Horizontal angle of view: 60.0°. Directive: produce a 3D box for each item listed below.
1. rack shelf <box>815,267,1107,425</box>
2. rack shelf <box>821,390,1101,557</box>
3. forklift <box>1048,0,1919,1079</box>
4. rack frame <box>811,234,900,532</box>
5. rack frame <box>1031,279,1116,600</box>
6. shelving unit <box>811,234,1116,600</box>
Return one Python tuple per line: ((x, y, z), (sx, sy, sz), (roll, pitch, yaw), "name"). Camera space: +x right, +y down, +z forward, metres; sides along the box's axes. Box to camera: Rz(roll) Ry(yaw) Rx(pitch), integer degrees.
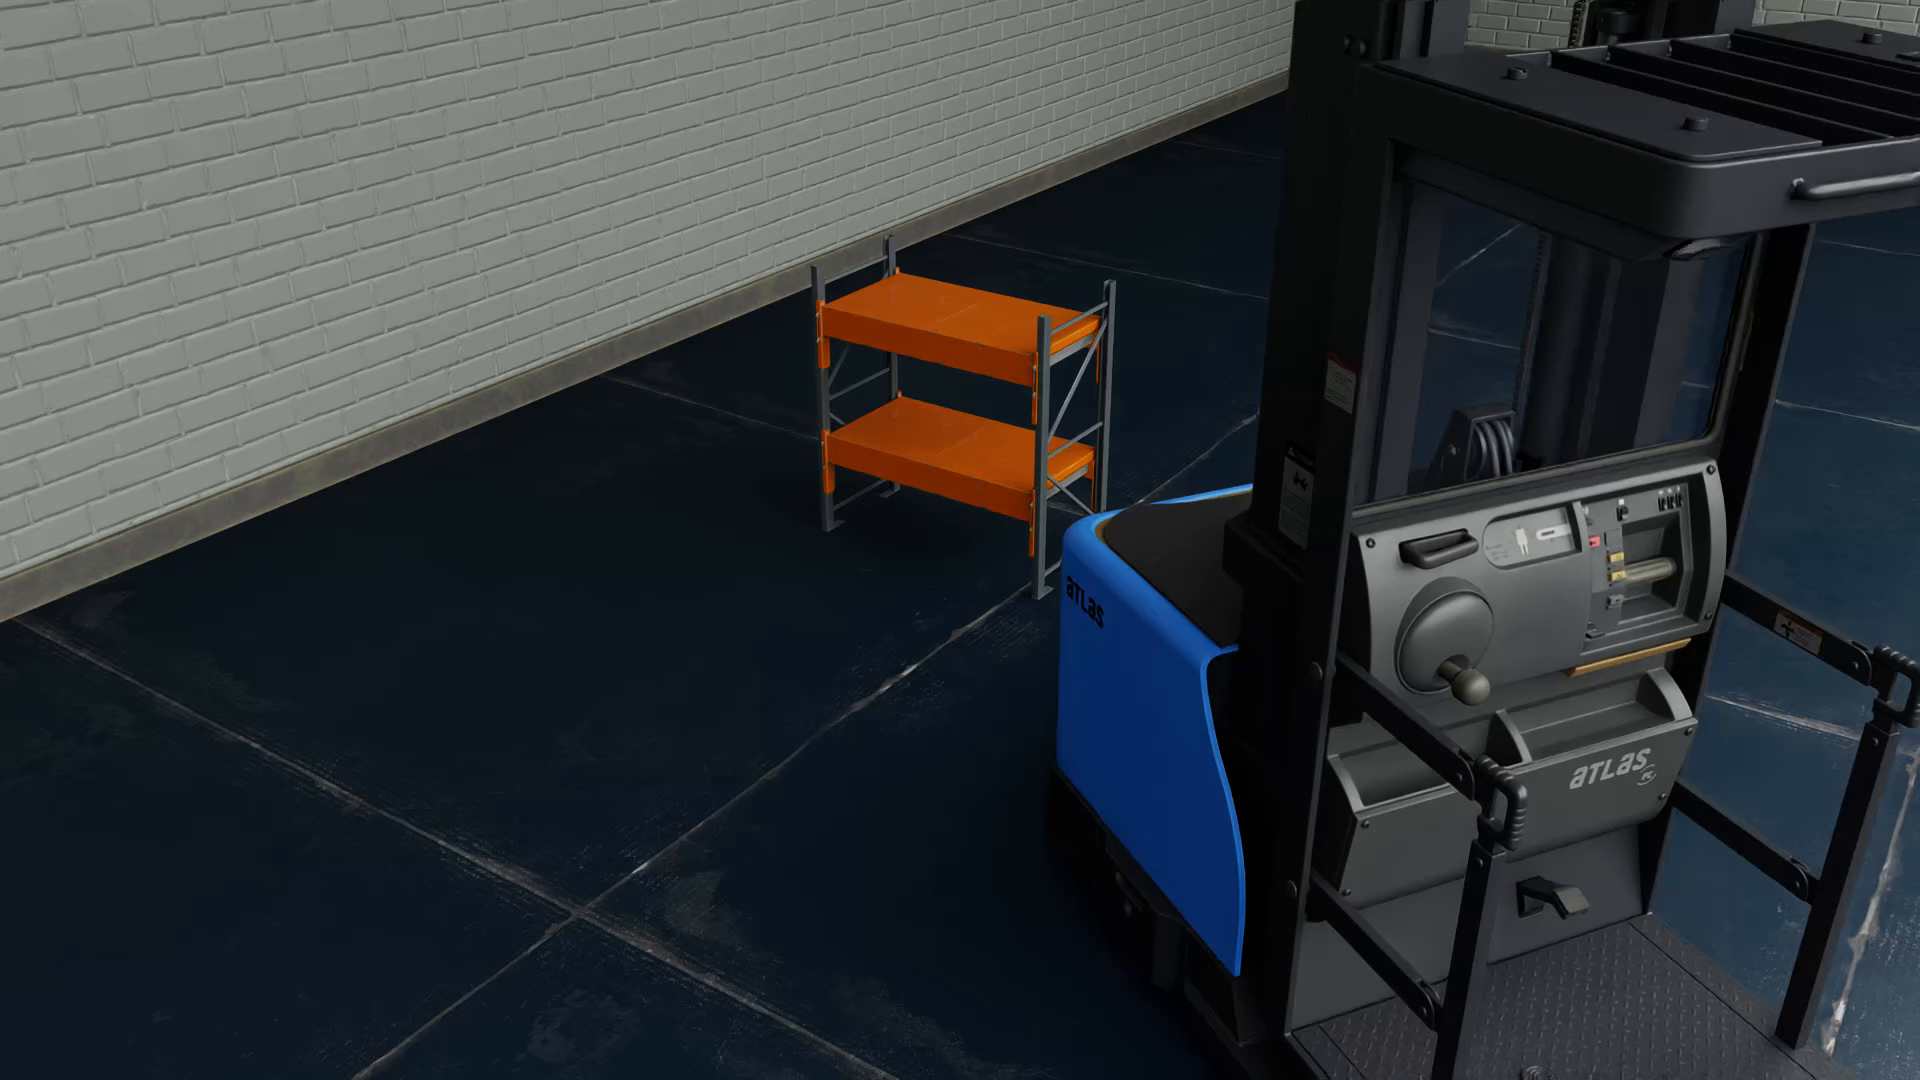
((0.006, -0.760, 6.359), (1.000, 0.278, 0.538), (17, 32, 30), "rack shelf")
((0.006, -0.282, 6.602), (1.000, 0.278, 0.538), (17, 32, 30), "rack shelf")
((1.308, 0.120, 3.283), (1.130, 2.935, 3.031), (-11, 29, -21), "forklift")
((-0.413, -0.630, 6.748), (0.032, 1.125, 0.500), (17, 32, 30), "rack frame")
((0.425, -0.369, 6.235), (0.032, 1.125, 0.500), (17, 32, 30), "rack frame")
((0.006, -0.500, 6.491), (1.048, 1.125, 0.538), (17, 32, 30), "shelving unit")
